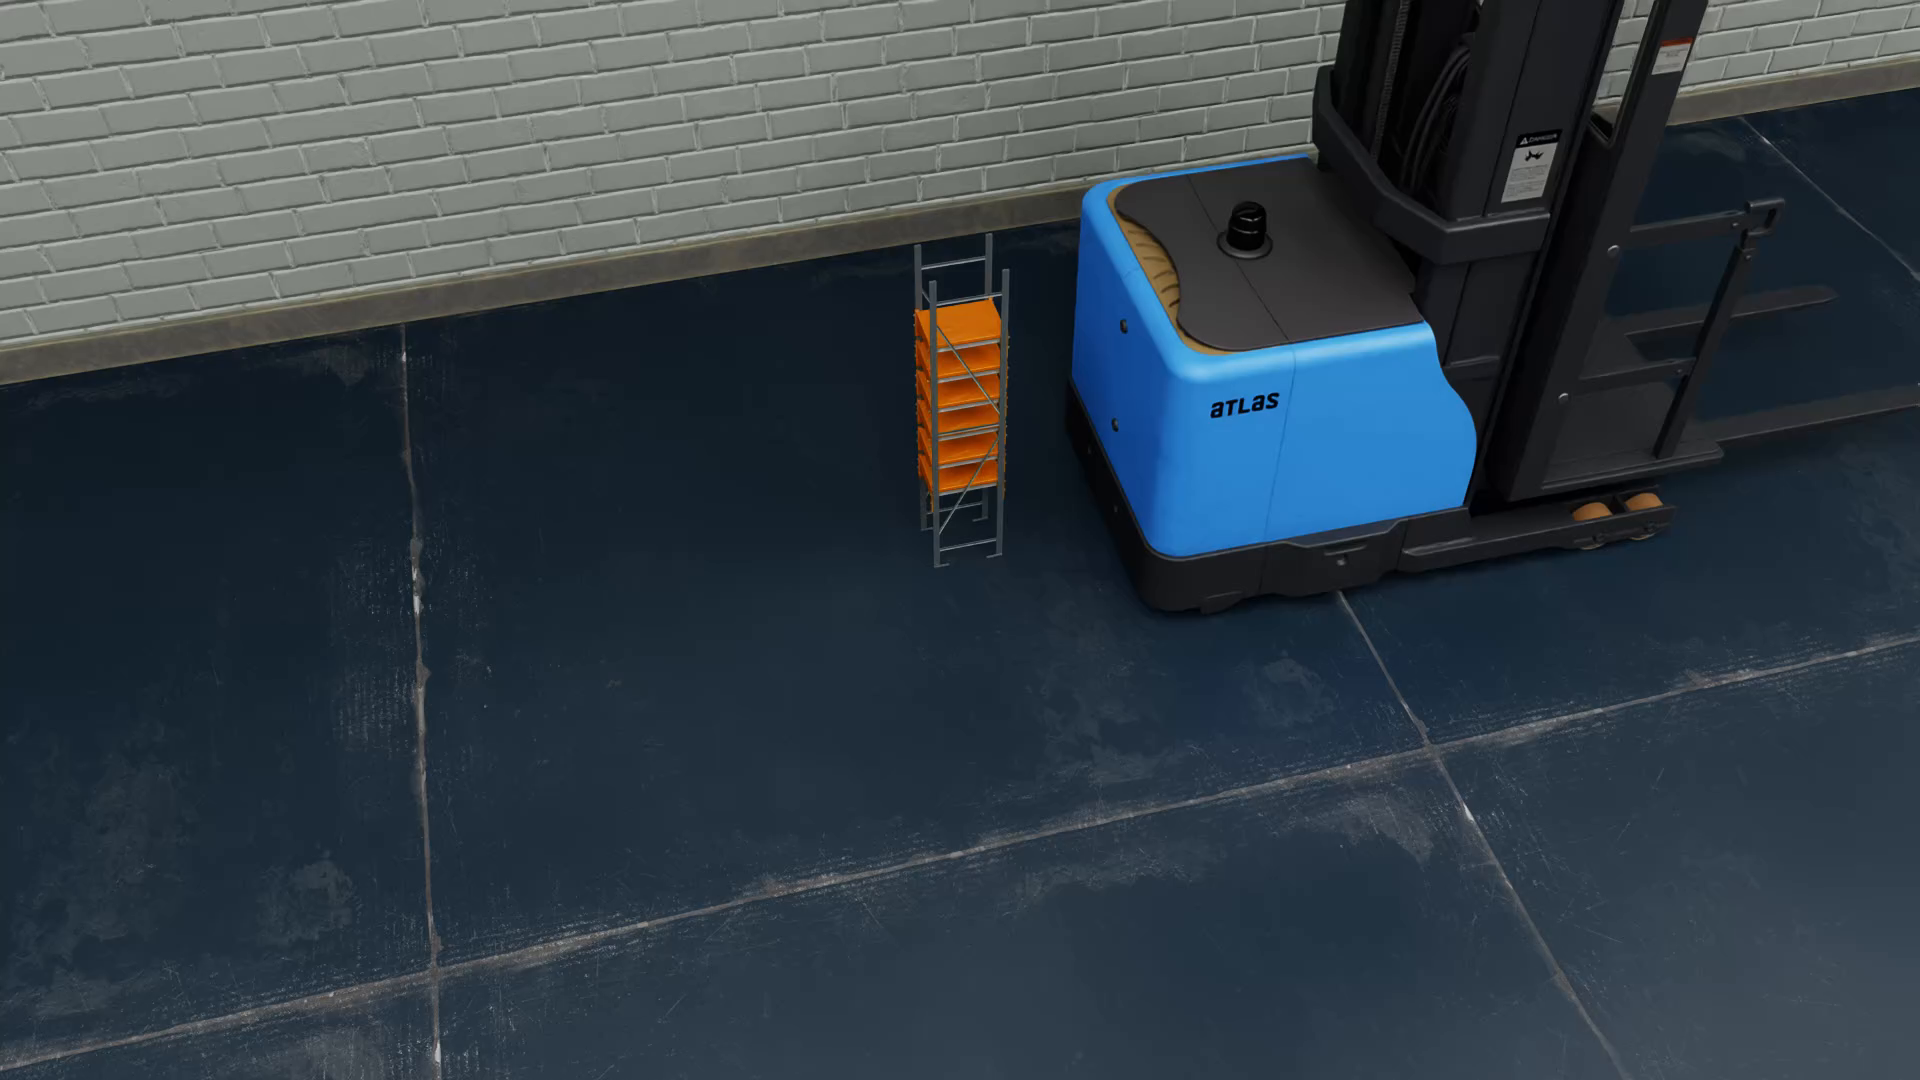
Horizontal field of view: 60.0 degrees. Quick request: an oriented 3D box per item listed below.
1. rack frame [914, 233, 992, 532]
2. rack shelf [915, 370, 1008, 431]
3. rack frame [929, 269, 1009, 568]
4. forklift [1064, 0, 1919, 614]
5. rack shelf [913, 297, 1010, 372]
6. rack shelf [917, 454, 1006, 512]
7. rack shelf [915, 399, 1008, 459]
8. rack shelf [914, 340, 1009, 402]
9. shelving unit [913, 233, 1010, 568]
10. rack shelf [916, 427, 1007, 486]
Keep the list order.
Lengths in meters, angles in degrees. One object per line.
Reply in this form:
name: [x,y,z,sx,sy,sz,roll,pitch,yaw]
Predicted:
rack frame: [-0.020,-0.473,5.374,0.240,1.200,0.006,-11,47,-10]
rack shelf: [0.004,-0.463,5.258,0.258,0.103,0.180,-11,47,-10]
rack frame: [0.027,-0.347,5.250,0.240,1.200,0.006,-11,47,-10]
forklift: [1.955,-1.351,5.022,3.031,2.935,1.130,-10,46,-10]
rack shelf: [0.004,-0.631,5.086,0.258,0.103,0.180,-11,47,-10]
rack shelf: [0.004,-0.211,5.515,0.258,0.103,0.180,-11,47,-10]
rack shelf: [0.004,-0.379,5.343,0.258,0.103,0.180,-11,47,-10]
rack shelf: [0.004,-0.547,5.172,0.258,0.103,0.180,-11,47,-10]
shelving unit: [0.004,-0.410,5.312,0.258,1.200,0.189,-11,47,-10]
rack shelf: [0.004,-0.295,5.429,0.258,0.103,0.180,-11,47,-10]
